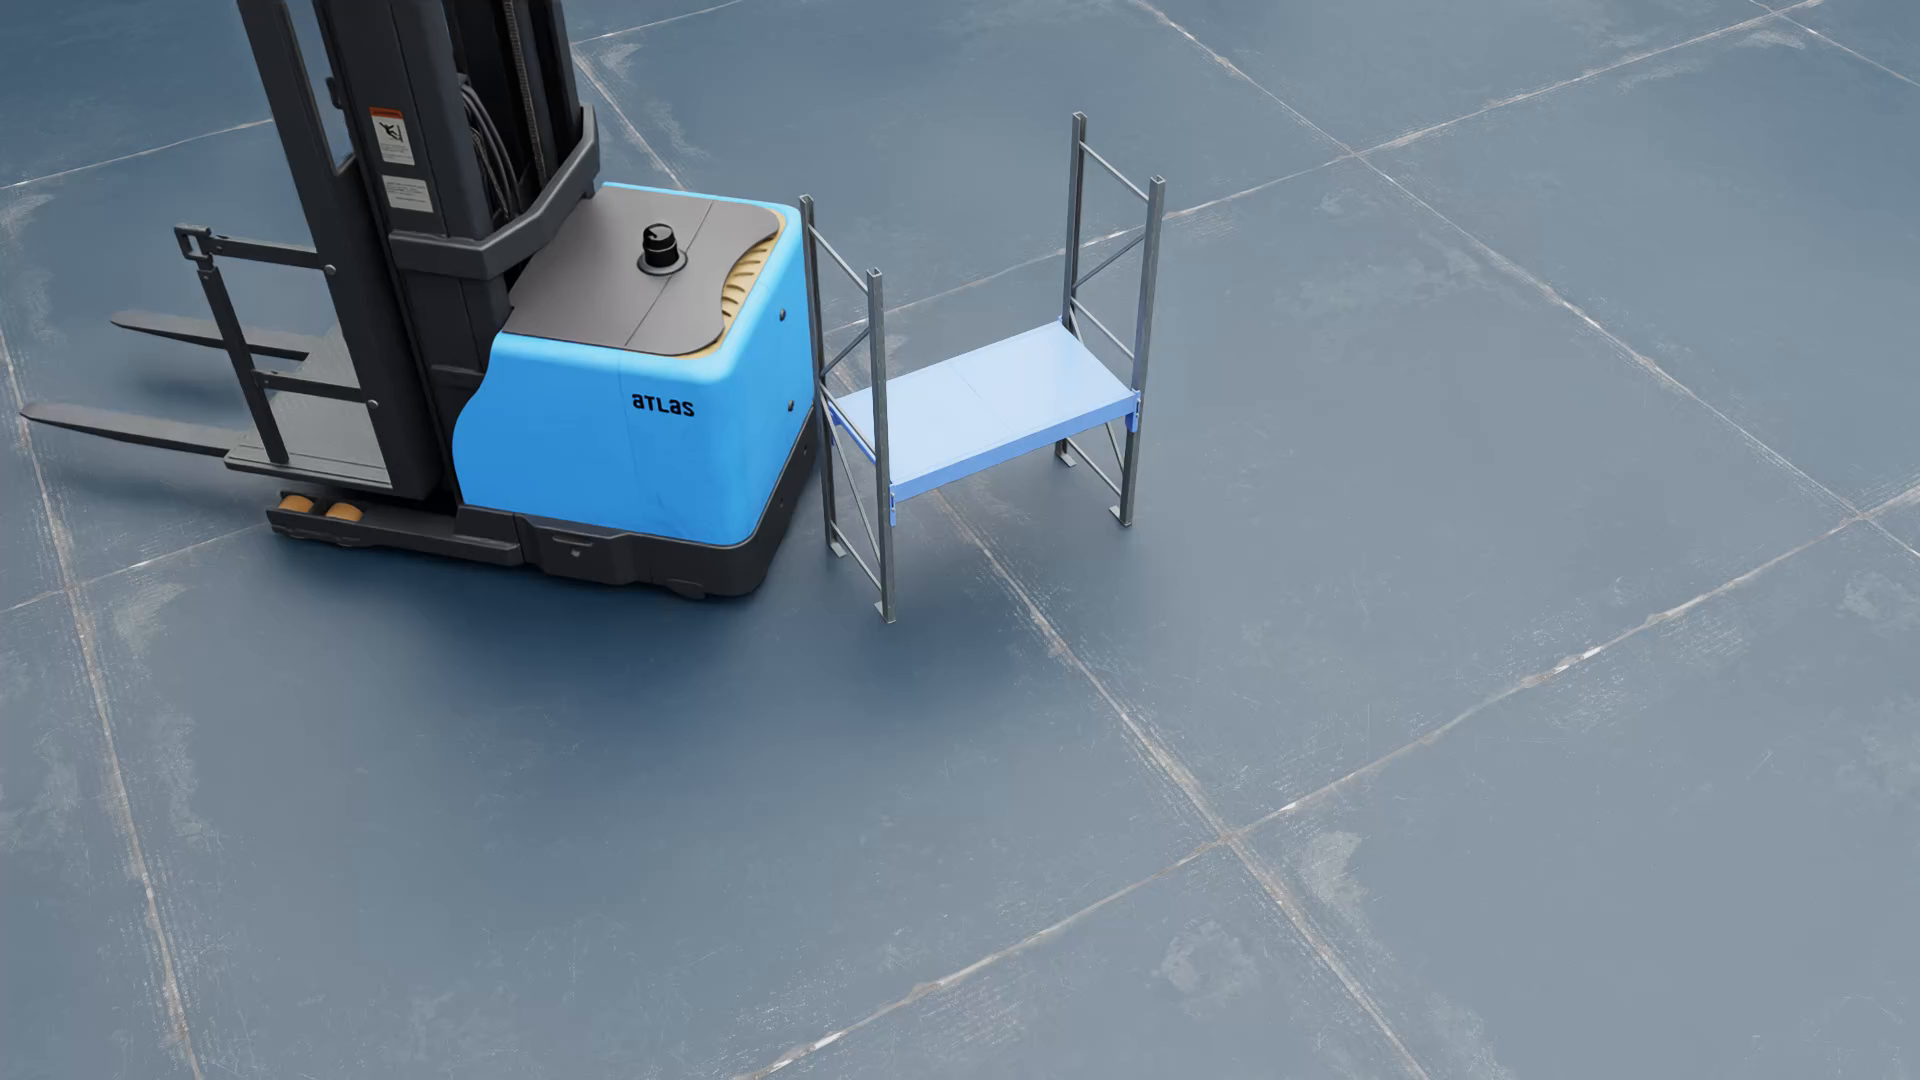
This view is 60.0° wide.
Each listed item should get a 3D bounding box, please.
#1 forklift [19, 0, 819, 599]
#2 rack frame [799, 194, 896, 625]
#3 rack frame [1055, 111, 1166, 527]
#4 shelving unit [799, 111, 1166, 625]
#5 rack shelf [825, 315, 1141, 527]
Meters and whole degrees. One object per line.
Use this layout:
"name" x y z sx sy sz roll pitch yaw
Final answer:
"forklift" -2.096 -1.375 5.563 3.031 2.935 1.130 9 45 9
"rack frame" -0.367 -0.391 5.576 0.032 1.500 0.500 -22 48 -21
"rack frame" 0.515 -0.744 5.940 0.032 1.500 0.500 -22 48 -21
"shelving unit" 0.074 -0.568 5.758 1.048 1.500 0.538 -22 48 -21
"rack shelf" 0.074 -0.439 5.883 1.000 0.185 0.538 -22 48 -21
